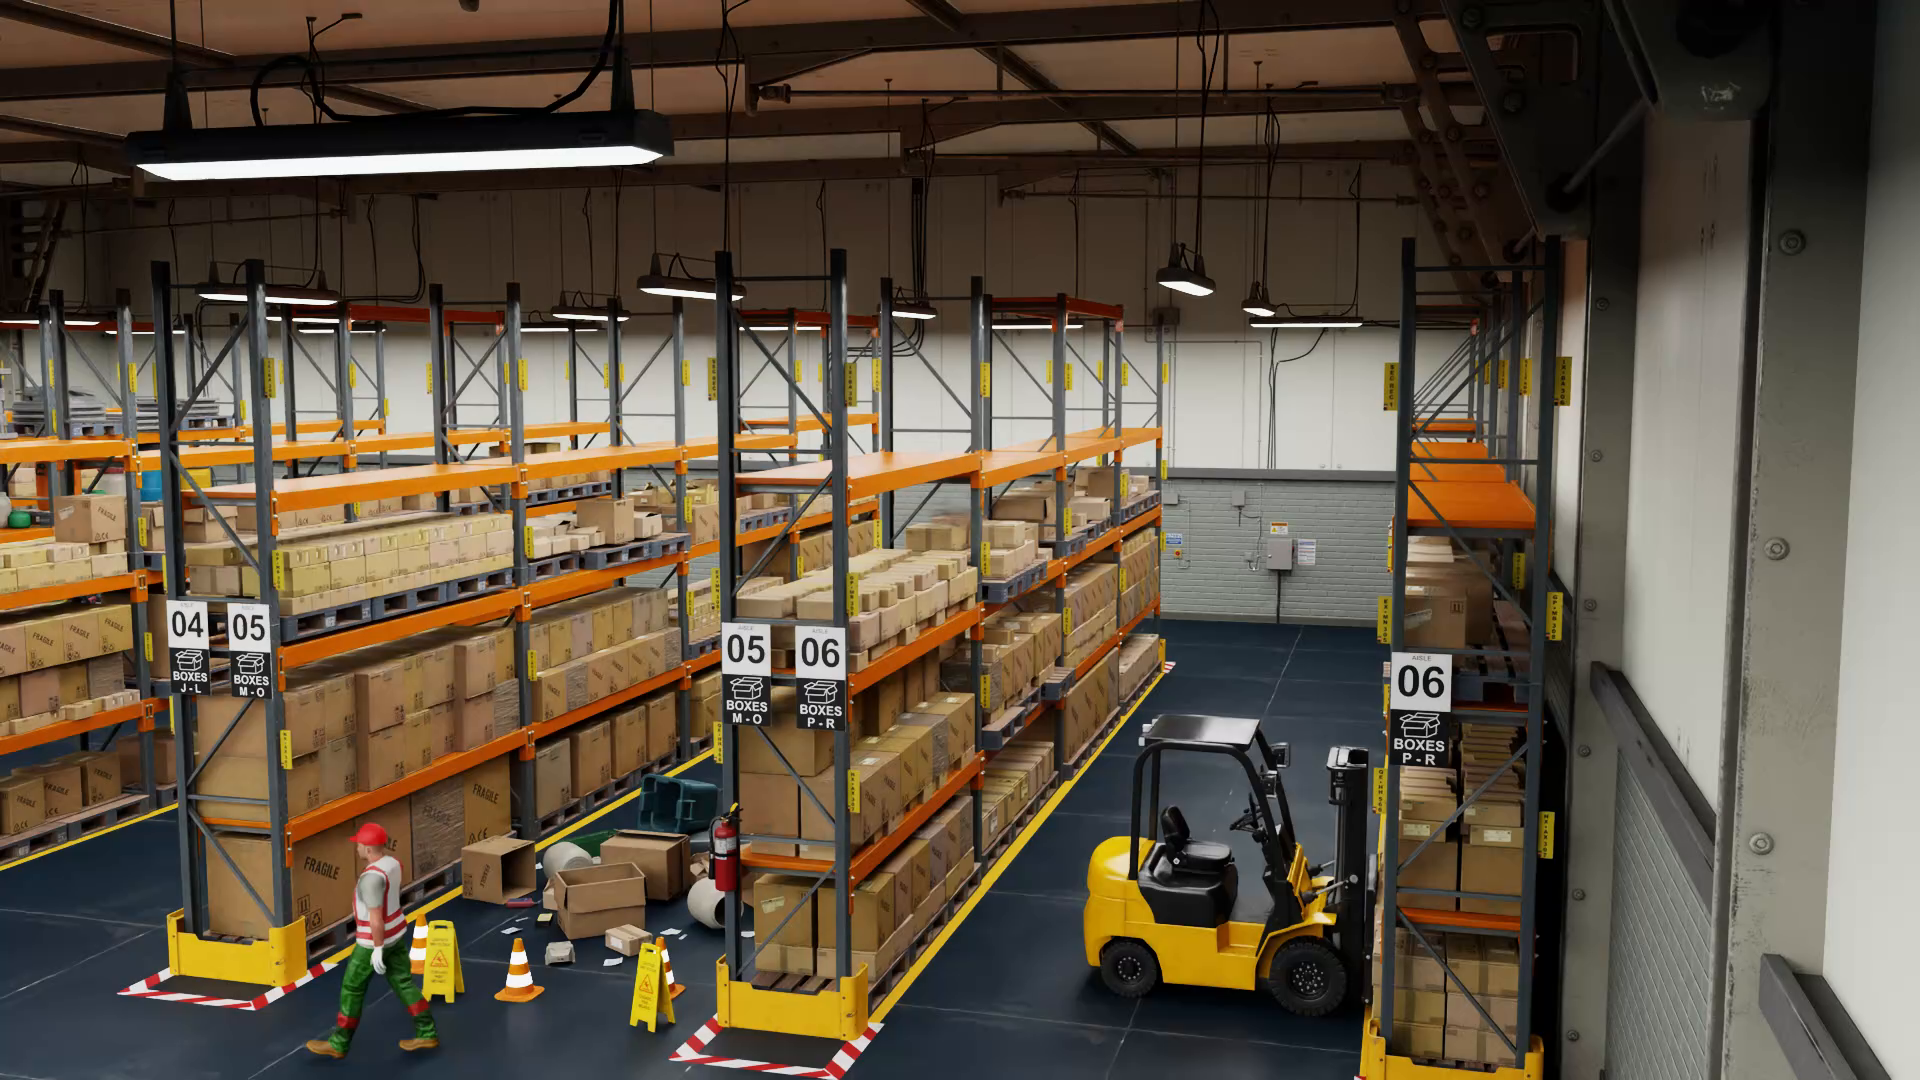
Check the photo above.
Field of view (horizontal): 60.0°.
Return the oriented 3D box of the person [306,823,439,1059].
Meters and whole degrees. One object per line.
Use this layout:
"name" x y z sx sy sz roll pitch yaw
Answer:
"person" -4.389 2.982 12.438 0.906 1.763 0.549 1 6 11
